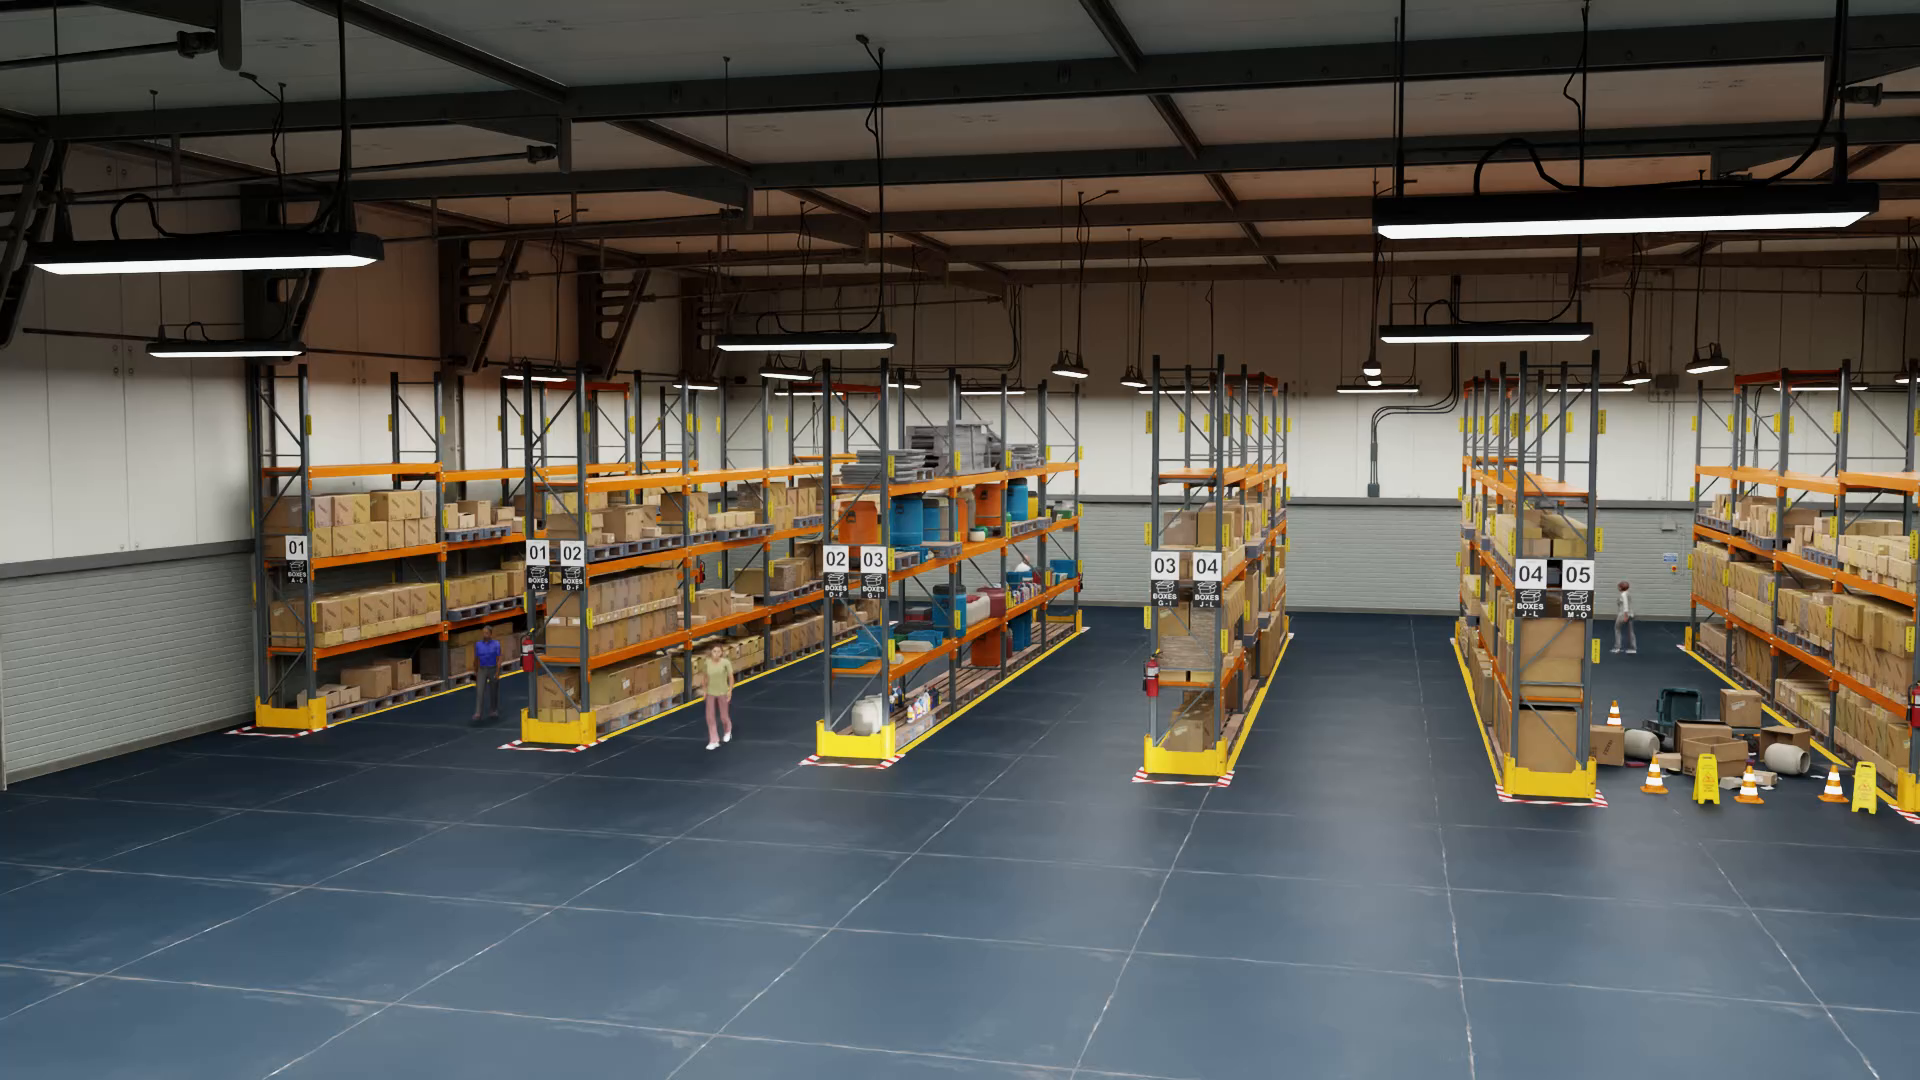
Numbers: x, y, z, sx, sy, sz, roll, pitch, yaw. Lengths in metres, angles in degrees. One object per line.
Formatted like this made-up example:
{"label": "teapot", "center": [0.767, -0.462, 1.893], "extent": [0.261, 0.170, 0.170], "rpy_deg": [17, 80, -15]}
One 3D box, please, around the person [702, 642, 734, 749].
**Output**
{"label": "person", "center": [-3.765, 2.402, 25.925], "extent": [0.507, 1.652, 0.617], "rpy_deg": [0, 4, 3]}

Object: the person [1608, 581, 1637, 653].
{"label": "person", "center": [14.632, 1.764, 36.508], "extent": [0.410, 1.513, 0.632], "rpy_deg": [-2, 4, -27]}

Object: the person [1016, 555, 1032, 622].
{"label": "person", "center": [1.557, 1.244, 41.749], "extent": [0.801, 1.762, 0.677], "rpy_deg": [-1, 4, -14]}

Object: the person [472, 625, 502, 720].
{"label": "person", "center": [-7.987, 2.256, 28.068], "extent": [0.491, 1.571, 1.051], "rpy_deg": [-1, 4, -15]}
